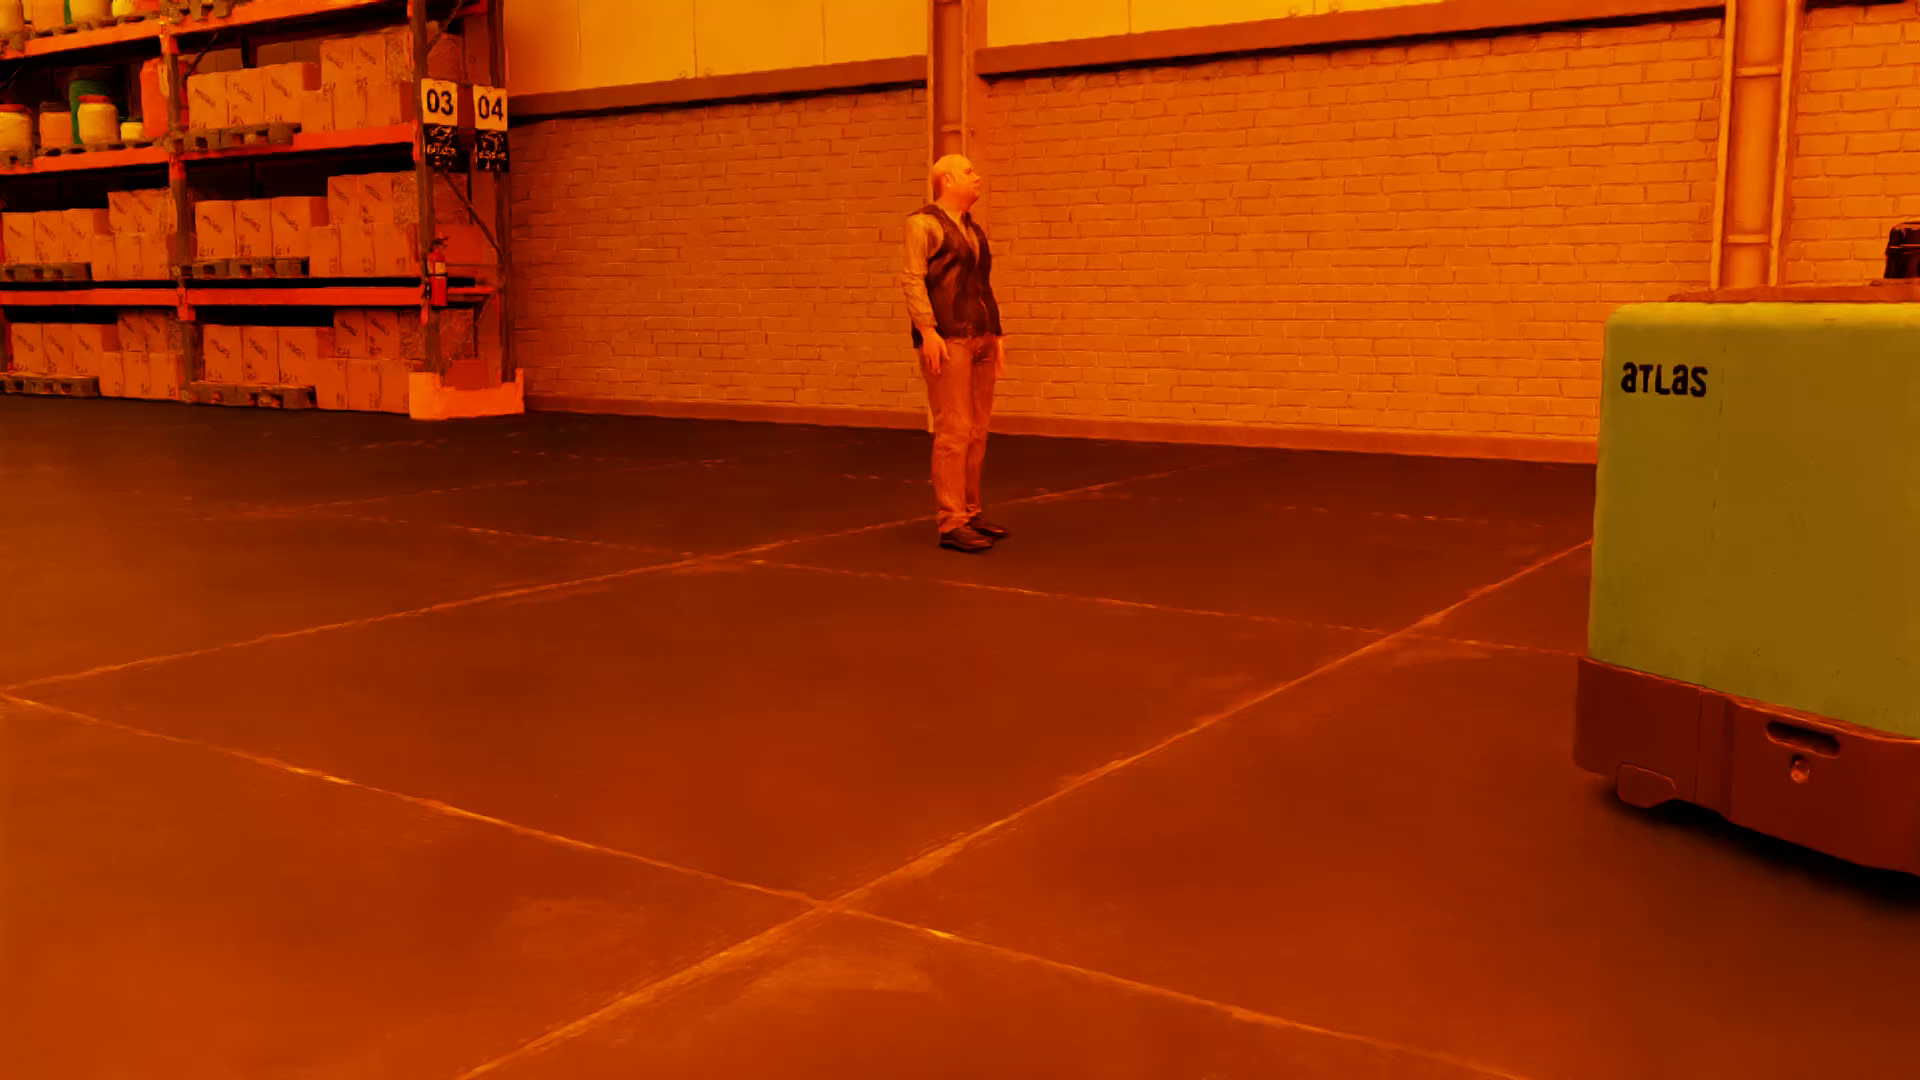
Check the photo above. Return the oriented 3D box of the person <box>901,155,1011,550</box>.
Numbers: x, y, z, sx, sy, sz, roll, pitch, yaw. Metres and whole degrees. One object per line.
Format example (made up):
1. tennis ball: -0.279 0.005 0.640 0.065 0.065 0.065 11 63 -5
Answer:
1. person: 0.047 -0.854 7.440 0.567 1.720 0.632 5 10 34

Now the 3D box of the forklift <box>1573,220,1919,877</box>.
1. forklift: 2.449 -0.736 2.370 1.130 2.935 3.031 -4 9 -26
